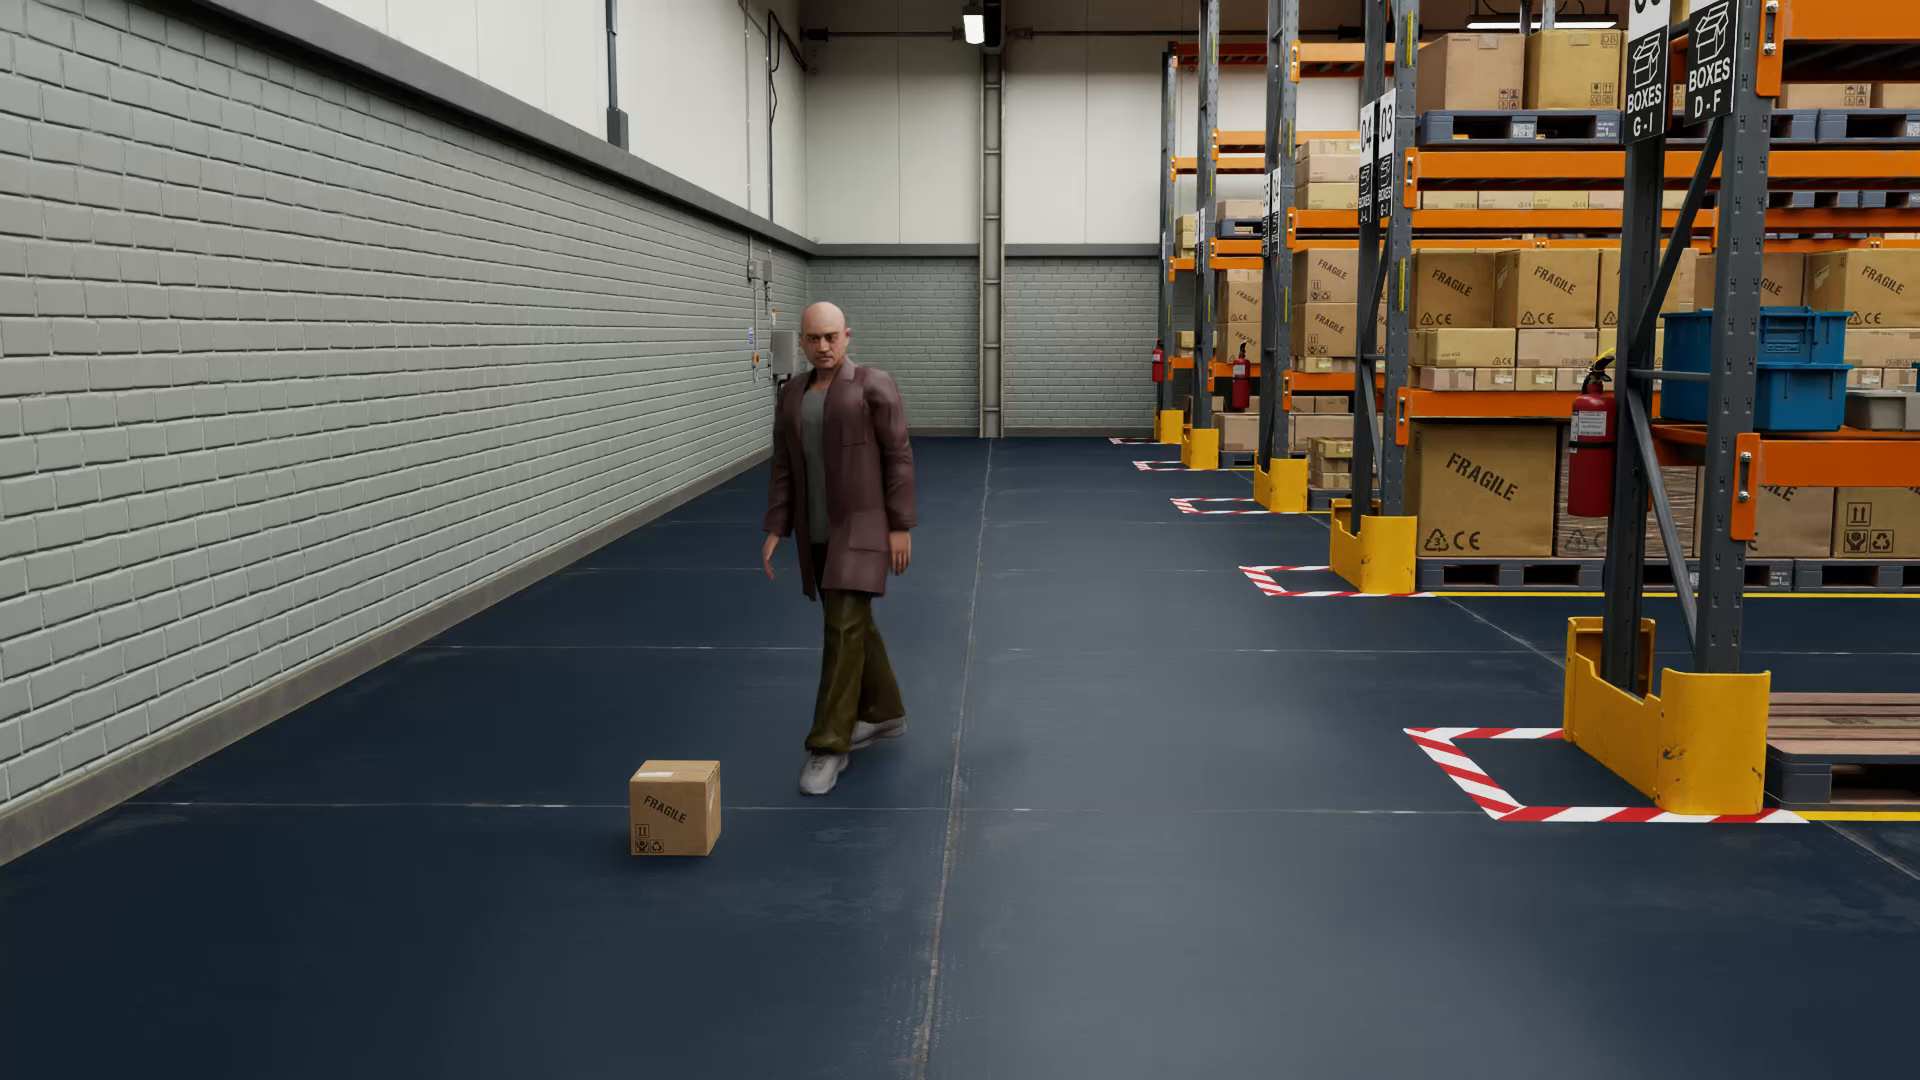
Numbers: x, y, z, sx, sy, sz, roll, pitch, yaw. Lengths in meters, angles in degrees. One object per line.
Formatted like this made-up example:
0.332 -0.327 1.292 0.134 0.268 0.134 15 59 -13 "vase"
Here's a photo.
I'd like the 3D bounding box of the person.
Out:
-0.474 -0.007 6.354 0.599 1.791 0.801 6 9 38 "person"
